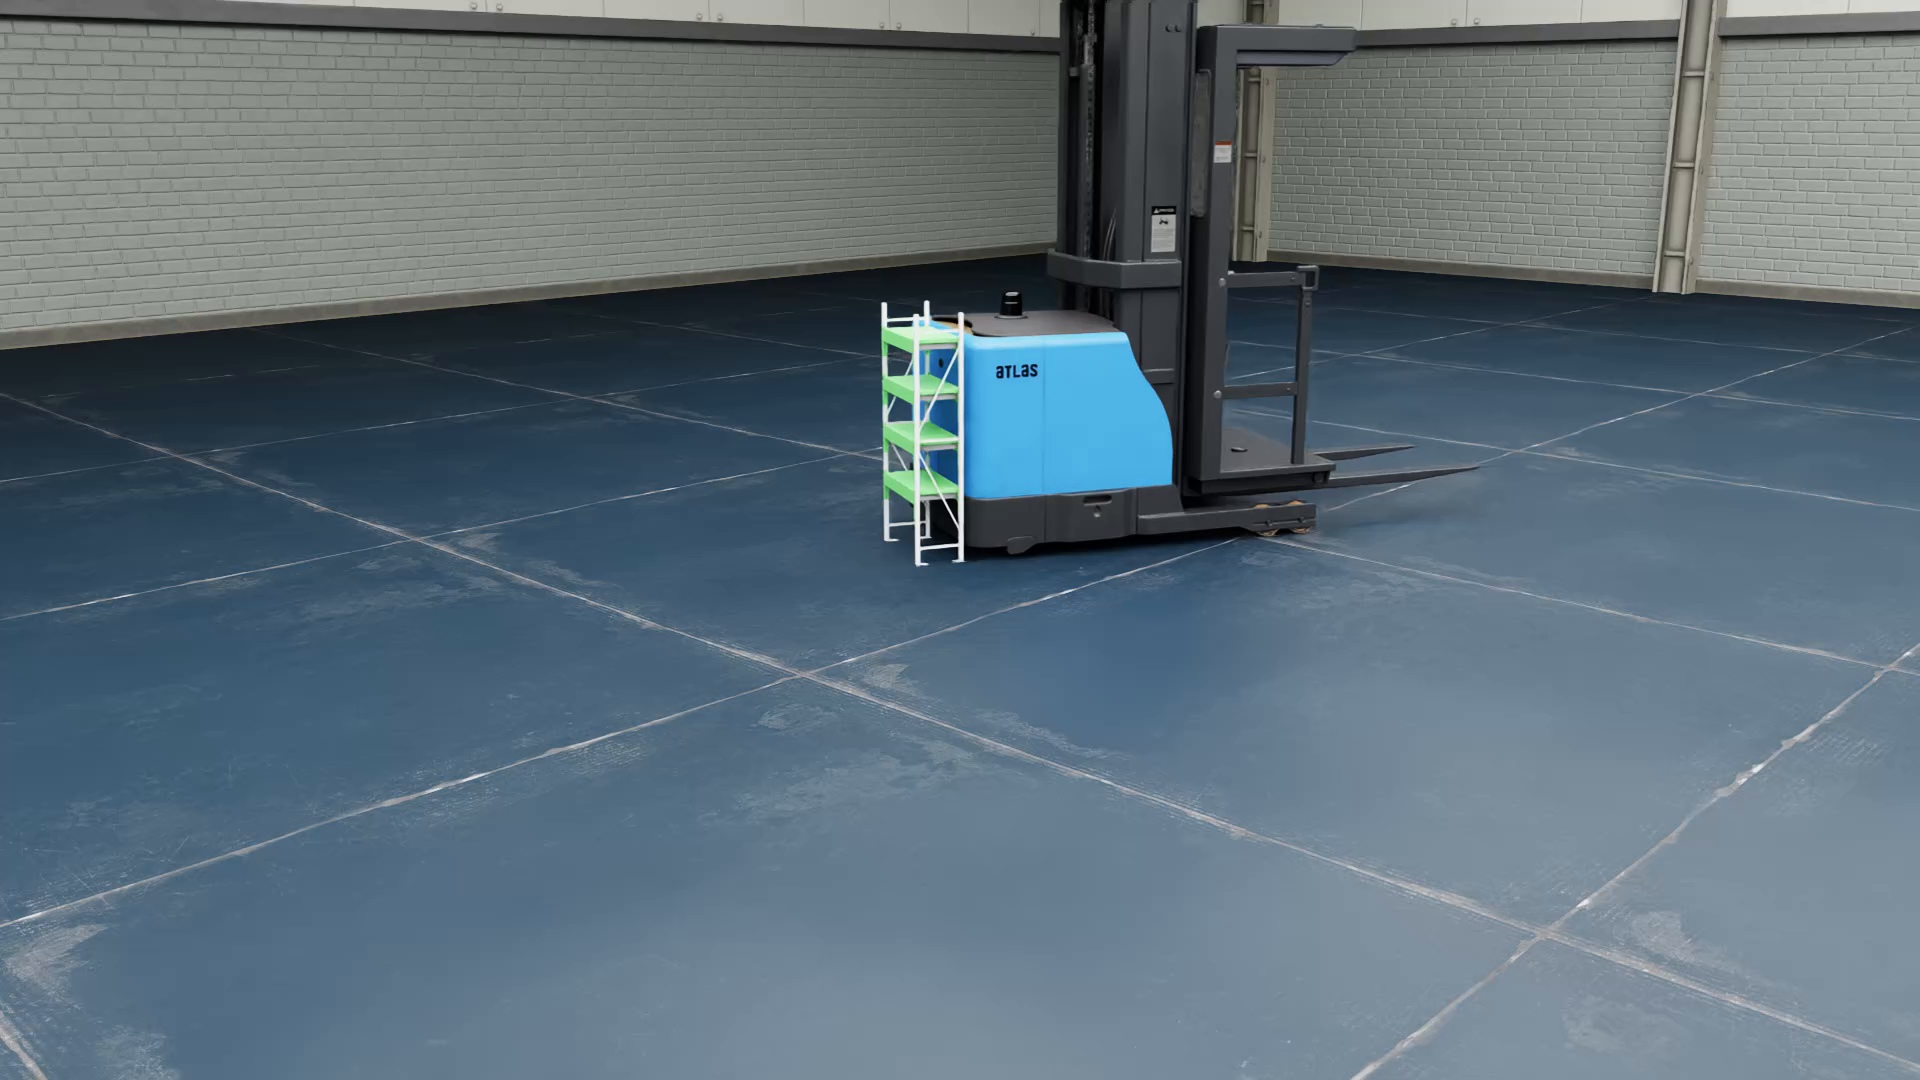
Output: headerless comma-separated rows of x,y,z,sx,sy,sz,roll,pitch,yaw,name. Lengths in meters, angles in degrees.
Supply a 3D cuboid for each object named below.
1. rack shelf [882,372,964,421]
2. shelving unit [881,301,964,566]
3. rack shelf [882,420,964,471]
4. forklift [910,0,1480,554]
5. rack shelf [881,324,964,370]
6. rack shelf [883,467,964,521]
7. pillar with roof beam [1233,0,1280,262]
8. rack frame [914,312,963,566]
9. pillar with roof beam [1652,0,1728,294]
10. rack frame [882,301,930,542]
-0.183,-0.696,8.024,0.258,0.148,0.480,-5,16,-19,rack shelf
-0.183,-0.525,8.068,0.258,1.200,0.503,-5,16,-19,shelving unit
-0.183,-0.463,8.085,0.258,0.148,0.480,-5,16,-19,rack shelf
1.308,-1.554,8.584,3.031,2.935,1.130,-5,15,-19,forklift
-0.183,-0.928,7.964,0.258,0.148,0.480,-5,16,-19,rack shelf
-0.183,-0.231,8.145,0.258,0.148,0.480,-5,16,-19,rack shelf
1.154,-7.564,19.613,0.400,9.000,9.100,14,20,42,pillar with roof beam
-0.099,-0.468,7.847,0.240,1.200,0.015,-5,16,-19,rack frame
5.474,-6.514,15.583,0.400,9.000,9.100,14,20,42,pillar with roof beam
-0.267,-0.583,8.290,0.240,1.200,0.015,-5,16,-19,rack frame
